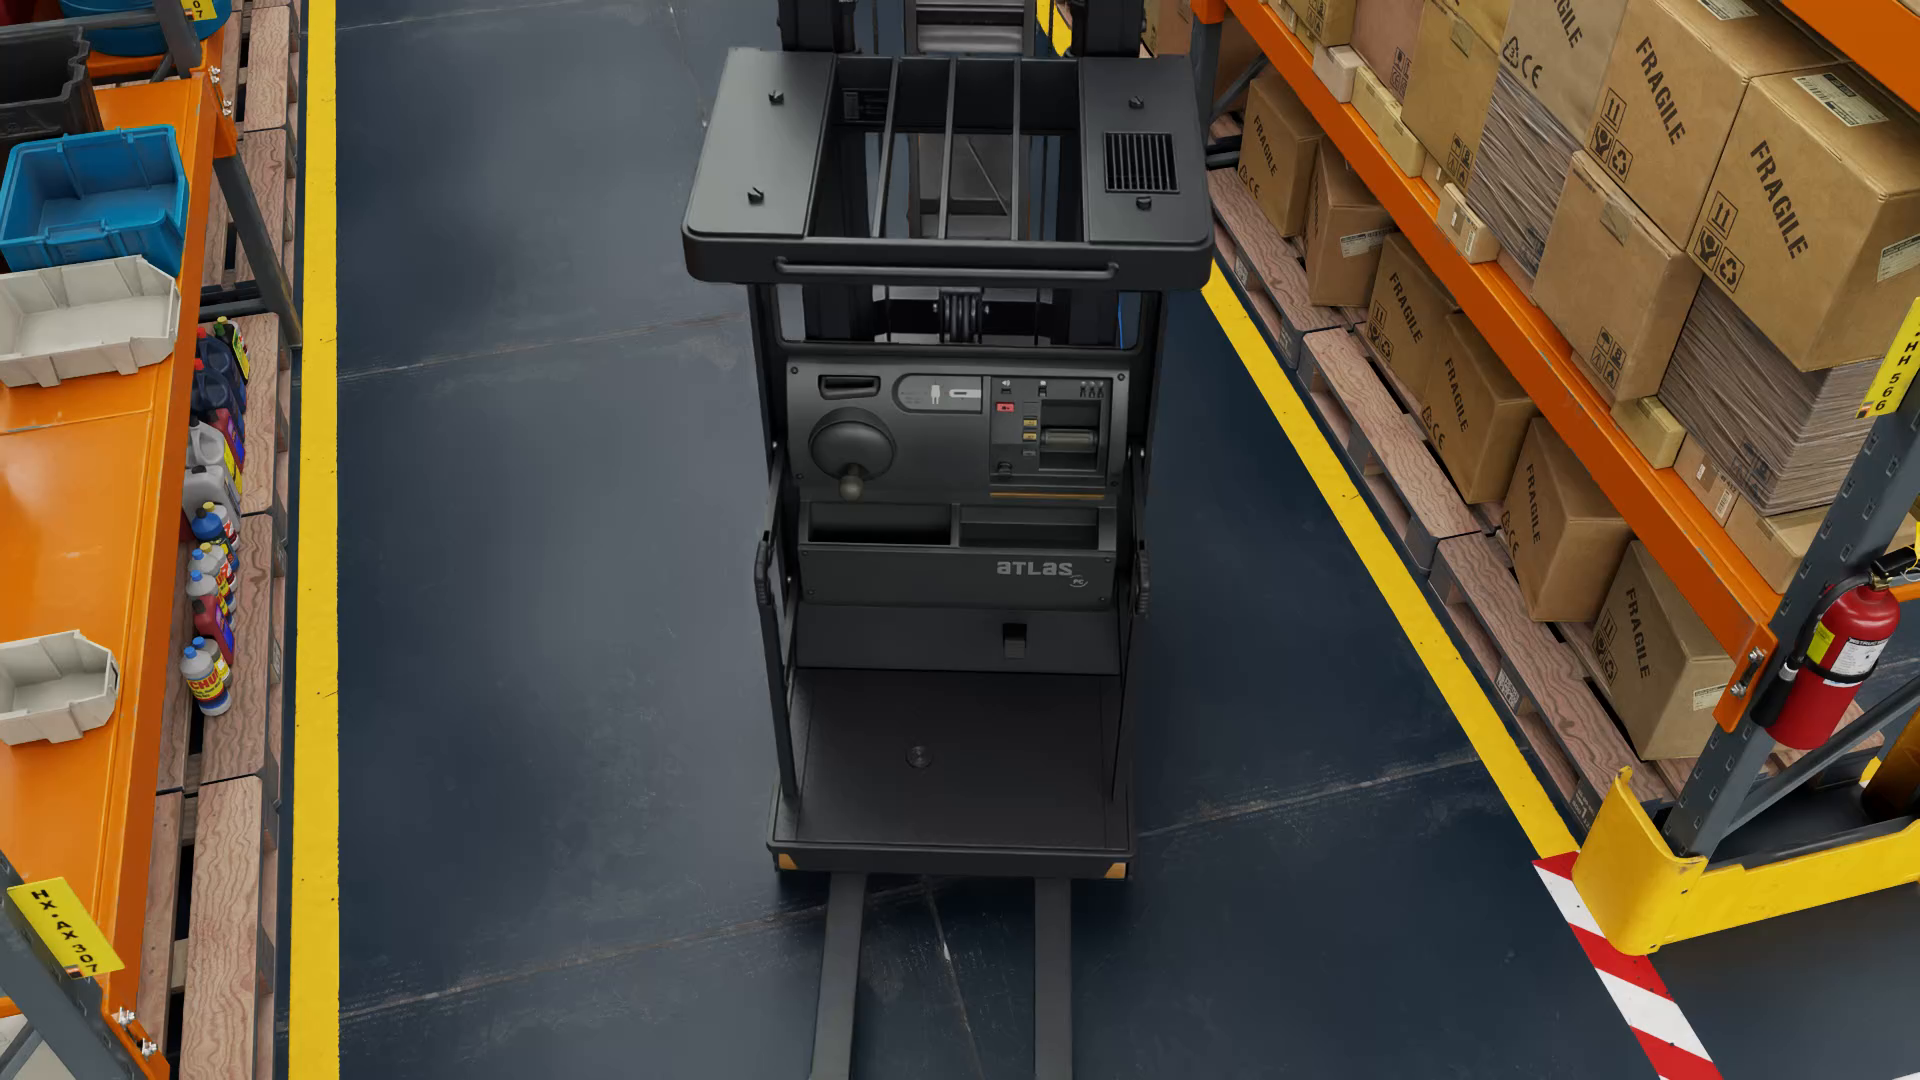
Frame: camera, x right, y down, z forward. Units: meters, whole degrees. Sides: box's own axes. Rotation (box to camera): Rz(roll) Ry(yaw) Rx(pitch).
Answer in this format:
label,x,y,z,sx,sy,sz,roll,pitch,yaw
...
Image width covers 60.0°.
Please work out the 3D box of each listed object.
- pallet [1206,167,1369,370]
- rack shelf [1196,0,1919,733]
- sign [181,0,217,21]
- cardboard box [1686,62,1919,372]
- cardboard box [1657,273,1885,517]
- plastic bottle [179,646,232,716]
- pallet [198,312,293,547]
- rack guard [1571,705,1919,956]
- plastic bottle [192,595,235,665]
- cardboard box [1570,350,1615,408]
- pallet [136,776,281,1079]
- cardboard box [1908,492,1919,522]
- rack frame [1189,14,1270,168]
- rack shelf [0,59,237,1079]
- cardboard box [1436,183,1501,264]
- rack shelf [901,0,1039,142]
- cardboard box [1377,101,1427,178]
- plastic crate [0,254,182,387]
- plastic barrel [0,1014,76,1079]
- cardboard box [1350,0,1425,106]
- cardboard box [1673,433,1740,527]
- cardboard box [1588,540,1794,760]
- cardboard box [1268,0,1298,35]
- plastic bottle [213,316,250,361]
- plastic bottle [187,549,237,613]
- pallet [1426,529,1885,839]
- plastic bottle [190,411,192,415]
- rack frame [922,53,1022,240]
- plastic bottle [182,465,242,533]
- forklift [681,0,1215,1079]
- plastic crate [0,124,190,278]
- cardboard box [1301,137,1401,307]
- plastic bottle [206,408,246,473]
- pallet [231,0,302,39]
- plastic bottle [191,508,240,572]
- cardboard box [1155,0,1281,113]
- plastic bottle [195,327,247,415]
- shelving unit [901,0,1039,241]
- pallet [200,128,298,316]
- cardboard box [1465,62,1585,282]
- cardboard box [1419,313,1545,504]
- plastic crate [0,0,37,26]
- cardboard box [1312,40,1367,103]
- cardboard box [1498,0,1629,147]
label,x,y,z,sx,sy,sz,roll,pitch,yaw
pallet,1.711,-1.285,7.362,1.003,0.211,1.213,-11,47,-10
rack shelf,2.017,-1.086,5.718,1.077,0.370,4.000,-11,47,-10
sign,-2.748,-2.003,5.919,0.100,0.325,0.005,-11,47,-10
cardboard box,2.149,-0.781,3.936,0.500,0.500,0.500,-11,47,-10
cardboard box,2.415,-0.481,4.343,0.875,0.500,0.500,-11,47,-10
plastic bottle,-2.422,0.441,5.320,0.097,0.271,0.097,0,46,0
pallet,-3.151,-0.366,6.461,1.003,0.211,1.213,-11,47,-10
rack guard,2.510,0.865,5.052,1.175,0.500,0.348,-11,47,-10
plastic bottle,-2.462,0.277,5.472,0.061,0.283,0.133,-10,46,-10
cardboard box,2.030,-0.539,4.854,0.380,0.149,0.250,-11,47,-10
pallet,-2.527,1.319,4.810,1.003,0.211,1.213,-11,47,-10
cardboard box,2.686,-0.109,4.433,0.380,0.149,0.250,-11,47,-10
rack frame,1.505,-2.719,6.814,1.000,3.000,0.127,-11,47,-10
rack shelf,-2.771,-0.180,4.830,1.077,0.370,4.000,-11,47,-10
cardboard box,1.771,-1.045,5.349,0.380,0.149,0.250,-11,47,-10
rack shelf,0.039,-1.662,5.448,0.431,0.518,0.480,1,46,1
cardboard box,1.666,-1.394,5.692,0.380,0.149,0.250,-11,47,-10
plastic crate,-2.622,-0.646,4.968,0.530,0.136,0.437,-11,47,-10
plastic barrel,-2.501,1.232,4.390,0.421,0.512,0.421,0,46,0
cardboard box,1.880,-1.857,5.692,0.875,0.500,0.500,-11,47,-10
cardboard box,2.193,-0.201,4.523,0.380,0.149,0.250,-11,47,-10
cardboard box,2.385,0.337,5.276,0.500,0.500,0.500,-3,46,-3
cardboard box,1.411,-2.085,6.369,0.380,0.149,0.250,-11,47,-10
plastic bottle,-2.889,-0.794,6.579,0.097,0.201,0.097,0,46,0
plastic bottle,-2.535,0.135,5.620,0.097,0.271,0.097,0,46,0
pallet,2.336,0.399,5.711,1.003,0.211,1.213,-11,47,-10
plastic bottle,-2.927,-0.445,6.185,0.152,0.276,0.135,-11,47,-10
rack frame,0.047,-1.356,6.109,0.400,2.100,0.015,1,46,1
plastic bottle,-2.670,-0.153,5.899,0.152,0.276,0.135,-10,46,-10
forklift,-0.013,-0.206,4.400,1.130,2.935,3.031,1,46,1
plastic crate,-2.737,-1.047,5.280,0.499,0.251,0.616,-11,47,-10
cardboard box,1.723,-1.313,6.893,0.500,0.500,0.500,3,46,2
plastic bottle,-2.708,-0.387,6.123,0.061,0.283,0.133,-8,46,-8
pallet,-4.146,-3.057,9.098,1.003,0.211,1.213,-11,47,-10
plastic bottle,-2.587,-0.005,5.757,0.097,0.271,0.097,0,46,0
cardboard box,1.369,-2.426,7.969,0.700,0.500,0.500,-14,47,-13
plastic bottle,-2.839,-0.648,6.331,0.144,0.351,0.185,-12,47,-11
shelving unit,0.039,-1.182,5.938,0.431,2.100,0.503,1,46,1
pallet,-3.521,-1.372,7.447,1.003,0.211,1.213,-11,47,-10
cardboard box,2.085,-1.157,5.006,0.875,0.500,0.500,-11,47,-10
cardboard box,2.057,-0.505,6.101,0.500,0.500,0.500,-7,46,-7
plastic crate,-3.703,-2.114,6.177,0.402,0.464,0.583,-11,47,-10
cardboard box,1.509,-1.734,6.025,0.380,0.149,0.250,-11,47,-10
cardboard box,1.890,-1.470,4.613,0.500,0.500,0.500,-11,47,-10
